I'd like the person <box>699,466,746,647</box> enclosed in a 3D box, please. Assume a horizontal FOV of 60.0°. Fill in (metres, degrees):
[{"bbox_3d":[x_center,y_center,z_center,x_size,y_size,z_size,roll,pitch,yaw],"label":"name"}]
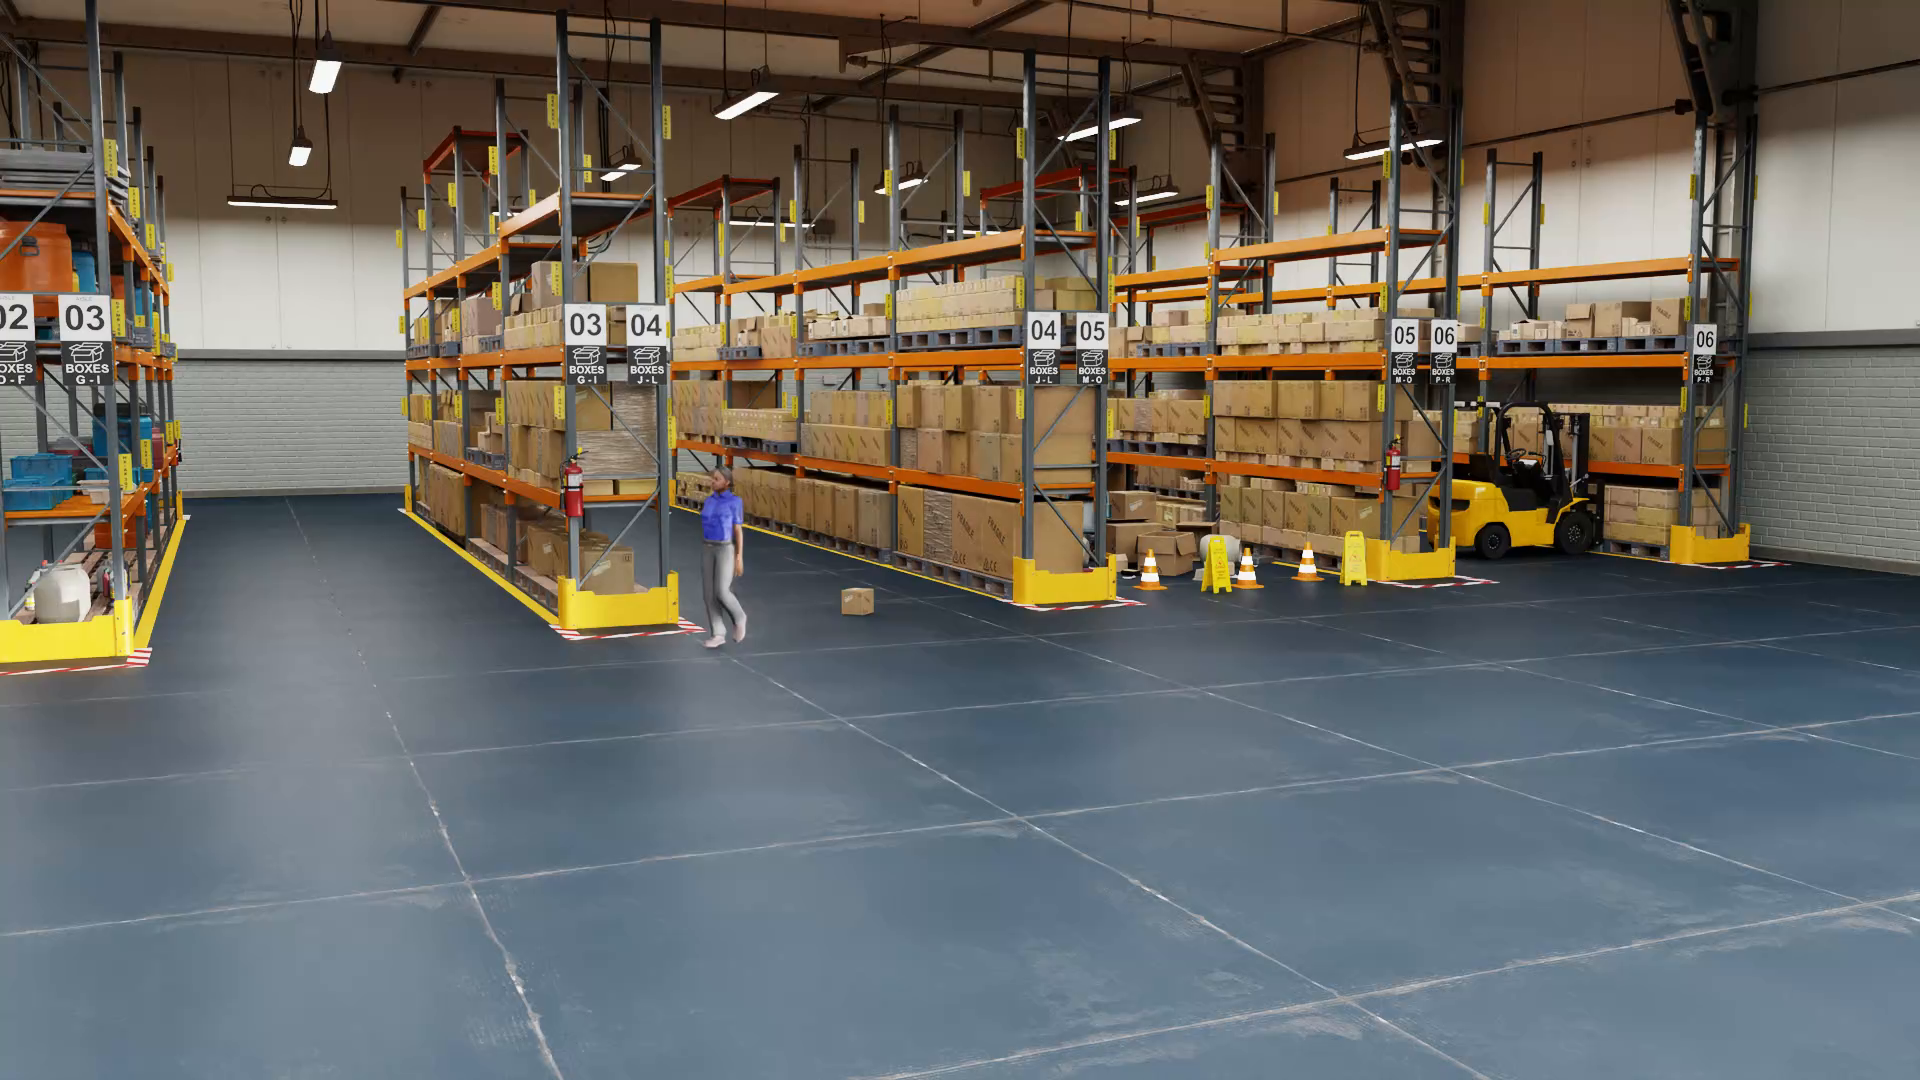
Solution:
[{"bbox_3d":[-2.198,0.159,15.230,0.465,1.634,0.475,3,6,29],"label":"person"}]
